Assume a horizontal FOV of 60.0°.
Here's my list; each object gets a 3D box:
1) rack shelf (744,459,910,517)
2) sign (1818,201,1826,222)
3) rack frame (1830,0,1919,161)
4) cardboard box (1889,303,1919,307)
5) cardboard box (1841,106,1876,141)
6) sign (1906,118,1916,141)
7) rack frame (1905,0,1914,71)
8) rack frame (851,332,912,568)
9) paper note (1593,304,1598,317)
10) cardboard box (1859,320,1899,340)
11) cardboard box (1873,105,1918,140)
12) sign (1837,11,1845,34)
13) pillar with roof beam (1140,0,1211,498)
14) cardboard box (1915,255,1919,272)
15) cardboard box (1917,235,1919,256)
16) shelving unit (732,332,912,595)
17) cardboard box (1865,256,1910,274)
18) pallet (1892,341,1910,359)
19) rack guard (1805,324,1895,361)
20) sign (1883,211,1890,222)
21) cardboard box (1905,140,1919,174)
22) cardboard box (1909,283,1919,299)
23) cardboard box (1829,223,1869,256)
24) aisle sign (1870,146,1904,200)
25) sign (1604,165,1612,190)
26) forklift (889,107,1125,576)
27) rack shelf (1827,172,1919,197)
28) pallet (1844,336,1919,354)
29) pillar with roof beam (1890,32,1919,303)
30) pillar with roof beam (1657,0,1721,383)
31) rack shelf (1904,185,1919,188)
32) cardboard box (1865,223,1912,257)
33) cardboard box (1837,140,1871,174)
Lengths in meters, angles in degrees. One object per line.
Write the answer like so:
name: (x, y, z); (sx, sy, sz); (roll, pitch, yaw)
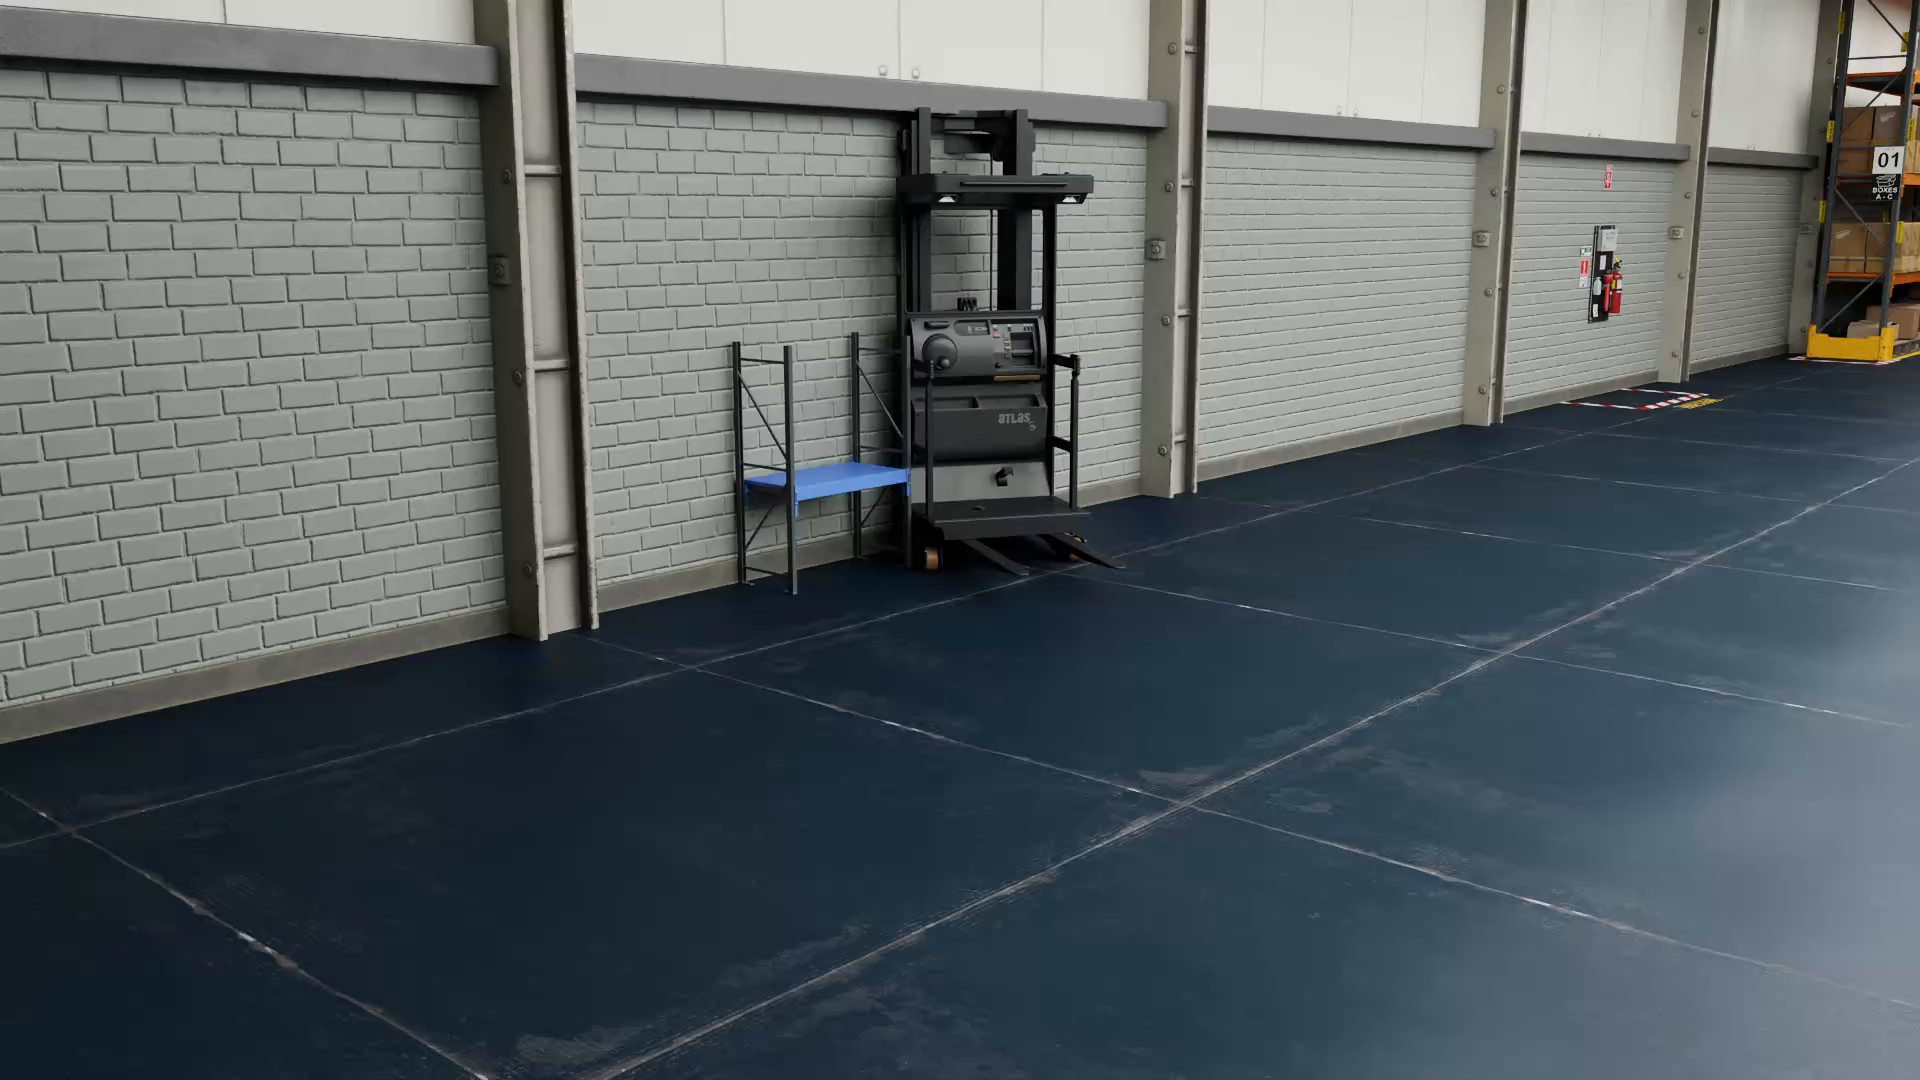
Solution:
rack shelf: (-0.848, -0.336, 10.482); (0.538, 0.185, 1.000); (10, 15, 40)
sign: (13.372, -5.088, 25.765); (0.100, 0.325, 0.005); (10, 15, 40)
rack frame: (13.775, -7.233, 24.948); (1.000, 3.000, 0.127); (10, 15, 40)
cardboard box: (15.761, -3.711, 27.894); (0.500, 0.500, 0.500); (8, 14, 36)
cardboard box: (13.864, -6.408, 25.619); (0.500, 0.500, 0.500); (11, 15, 43)
sign: (14.183, -6.120, 24.805); (0.100, 0.325, 0.005); (10, 15, 40)
rack frame: (16.416, -7.821, 27.895); (1.000, 3.000, 0.127); (10, 15, 40)
rack frame: (-0.512, -0.587, 10.821); (0.500, 1.500, 0.032); (10, 15, 40)
paper note: (7.798, -2.815, 20.396); (0.016, 0.148, 0.142); (10, 15, 40)
cardboard box: (14.676, -3.362, 26.627); (0.500, 0.311, 0.500); (-11, 15, -43)
cardboard box: (14.212, -6.336, 25.259); (0.500, 0.500, 0.500); (8, 14, 36)
sign: (13.372, -7.843, 25.215); (0.100, 0.325, 0.005); (10, 15, 40)
pillar with roof beam: (4.940, -4.243, 9.978); (9.100, 9.000, 0.400); (10, 15, 40)
cardboard box: (15.009, -4.410, 26.466); (0.500, 0.250, 0.500); (9, 15, 39)
cardboard box: (14.996, -4.773, 26.366); (0.500, 0.500, 0.500); (9, 14, 39)
shelving unit: (-0.848, -0.512, 10.447); (0.538, 1.500, 1.048); (10, 15, 40)
cardboard box: (14.336, -4.258, 25.702); (0.500, 0.250, 0.500); (9, 15, 39)
pallet: (14.388, -3.050, 26.440); (1.003, 0.211, 1.213); (10, 15, 40)
rack guard: (13.826, -3.076, 25.837); (1.175, 0.500, 0.348); (10, 15, 40)
sign: (15.997, -5.518, 28.725); (0.100, 0.325, 0.005); (10, 15, 40)
cardboard box: (14.565, -5.912, 25.687); (0.500, 0.500, 0.500); (-11, 16, -44)
cardboard box: (17.177, -4.413, 29.490); (0.500, 0.250, 0.500); (9, 15, 39)
cardboard box: (13.927, -4.692, 25.960); (0.500, 0.500, 0.500); (10, 15, 40)
aisle sign: (13.953, -5.516, 25.034); (0.394, 0.787, 0.004); (10, 15, 40)
sign: (7.887, -4.413, 20.227); (0.001, 0.298, 0.199); (10, 15, 40)
forklift: (0.192, -1.320, 10.836); (1.130, 2.935, 3.031); (-4, 12, -17)
rack shelf: (15.096, -5.703, 26.786); (1.077, 0.370, 4.000); (10, 15, 40)
pallet: (15.194, -3.228, 27.335); (1.003, 0.211, 1.213); (10, 15, 40)
pillar with roof beam: (20.782, -7.774, 27.657); (9.100, 9.000, 0.400); (10, 15, 40)
pillar with roof beam: (12.861, -6.008, 18.817); (9.100, 9.000, 0.400); (10, 15, 40)
rack shelf: (17.736, -6.292, 29.732); (1.077, 0.370, 4.000); (10, 15, 40)
cardboard box: (14.316, -4.626, 25.632); (0.500, 0.500, 0.500); (10, 15, 40)
cardboard box: (13.861, -5.915, 25.701); (0.500, 0.500, 0.500); (-11, 16, -43)
